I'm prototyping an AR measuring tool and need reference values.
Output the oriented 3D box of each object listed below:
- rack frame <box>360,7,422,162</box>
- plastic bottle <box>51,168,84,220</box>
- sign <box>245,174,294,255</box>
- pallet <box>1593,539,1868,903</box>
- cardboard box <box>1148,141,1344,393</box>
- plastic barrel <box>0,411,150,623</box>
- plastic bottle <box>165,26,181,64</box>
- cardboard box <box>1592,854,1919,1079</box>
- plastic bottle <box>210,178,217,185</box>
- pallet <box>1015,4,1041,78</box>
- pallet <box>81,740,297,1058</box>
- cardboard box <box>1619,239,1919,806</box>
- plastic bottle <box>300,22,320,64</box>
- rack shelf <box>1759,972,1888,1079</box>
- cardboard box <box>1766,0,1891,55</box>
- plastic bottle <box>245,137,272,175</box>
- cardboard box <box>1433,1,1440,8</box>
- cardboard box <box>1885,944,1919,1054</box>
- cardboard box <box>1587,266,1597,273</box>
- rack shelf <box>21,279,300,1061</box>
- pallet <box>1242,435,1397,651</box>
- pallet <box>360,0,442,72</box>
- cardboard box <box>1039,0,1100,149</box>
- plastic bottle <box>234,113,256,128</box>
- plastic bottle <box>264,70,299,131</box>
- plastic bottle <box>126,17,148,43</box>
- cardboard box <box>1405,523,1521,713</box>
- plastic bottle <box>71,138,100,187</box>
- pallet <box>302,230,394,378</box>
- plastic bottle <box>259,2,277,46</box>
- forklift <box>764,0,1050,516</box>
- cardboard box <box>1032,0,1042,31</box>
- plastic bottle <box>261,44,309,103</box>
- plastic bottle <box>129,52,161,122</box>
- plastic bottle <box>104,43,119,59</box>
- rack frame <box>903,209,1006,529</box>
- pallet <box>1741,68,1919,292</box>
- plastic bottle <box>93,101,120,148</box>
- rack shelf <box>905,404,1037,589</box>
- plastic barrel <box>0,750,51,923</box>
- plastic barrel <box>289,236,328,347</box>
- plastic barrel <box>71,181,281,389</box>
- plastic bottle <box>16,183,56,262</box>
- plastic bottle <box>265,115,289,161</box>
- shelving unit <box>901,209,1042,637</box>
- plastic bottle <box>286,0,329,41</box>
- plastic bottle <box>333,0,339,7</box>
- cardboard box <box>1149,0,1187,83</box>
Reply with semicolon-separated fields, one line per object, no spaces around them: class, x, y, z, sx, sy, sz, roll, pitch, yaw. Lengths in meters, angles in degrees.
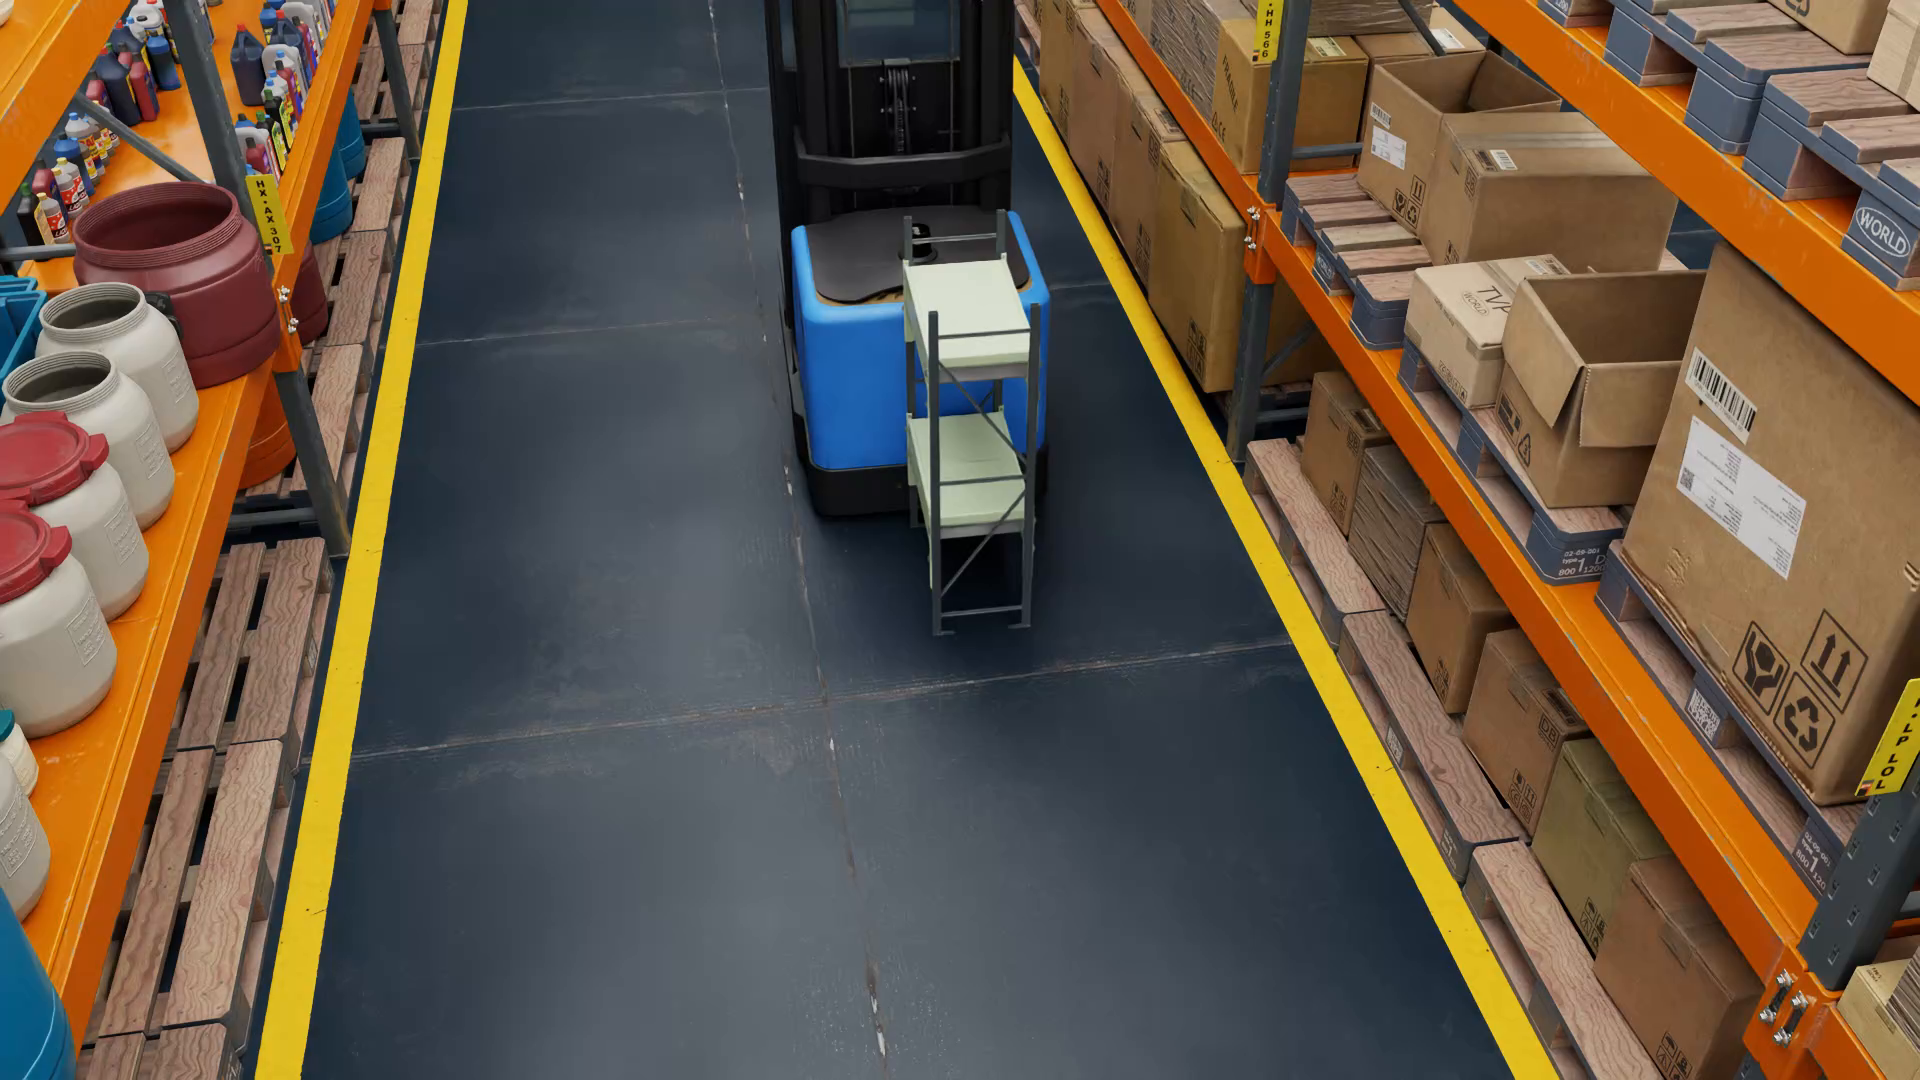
rack frame;-3.831;-3.507;9.319;1.000;3.000;0.127;-6;38;-8
plastic bottle;-3.664;-1.422;6.797;0.097;0.201;0.097;0;38;0
sign;-2.590;-1.218;6.240;0.100;0.325;0.005;-6;38;-8
pallet;2.457;0.391;4.458;1.003;0.211;1.213;-6;38;-8
cardboard box;1.646;-1.369;7.957;1.225;0.875;0.875;-8;39;-10
plastic barrel;-2.585;-0.034;4.738;0.433;0.535;0.433;0;38;0
plastic bottle;-3.803;-2.433;8.099;0.097;0.201;0.097;0;38;0
cardboard box;2.361;1.233;4.897;0.700;0.500;0.500;-9;39;-11
plastic bottle;-2.888;-1.338;6.628;0.152;0.276;0.135;-6;38;-8
pallet;0.989;-3.406;11.462;1.003;0.211;1.213;-6;38;-8
pallet;-2.822;1.218;5.510;1.003;0.211;1.213;-6;38;-8
cardboard box;2.446;-0.105;4.109;1.000;1.000;1.000;-6;38;-8
plastic bottle;-3.180;-2.411;8.071;0.097;0.201;0.097;0;38;0
rack shelf;2.798;2.285;2.450;1.077;0.370;4.000;-6;38;-8
cardboard box;2.296;-1.462;3.815;0.797;0.503;0.637;-5;38;-6
plastic bottle;-2.900;-1.544;6.888;0.061;0.283;0.133;-6;38;-8
cardboard box;1.836;-2.297;7.680;0.500;0.500;0.500;-7;38;-9
cardboard box;2.465;0.914;3.304;0.875;0.500;0.500;-6;38;-8
cardboard box;2.304;-0.758;5.548;0.396;0.266;0.258;-7;38;-9
rack shelf;-2.779;0.401;4.875;1.077;0.370;4.000;-6;38;-8
pallet;1.882;-0.050;7.142;1.003;0.211;1.213;-6;38;-8
pallet;-4.216;-3.584;11.691;1.003;0.211;1.213;-6;38;-8
cardboard box;1.177;-2.982;10.033;1.225;0.875;0.875;-6;38;-8
plastic bottle;-3.022;-1.682;7.075;0.097;0.271;0.097;0;38;0
plastic bottle;-3.043;-1.967;7.442;0.097;0.271;0.097;0;38;0
plastic bottle;-3.929;-2.363;7.951;0.097;0.271;0.097;0;38;0
cardboard box;2.099;0.268;6.139;0.700;0.500;0.500;-3;38;-4
plastic bottle;-3.715;-1.598;7.024;0.097;0.201;0.097;0;38;0
pallet;-3.520;-1.196;8.618;1.003;0.211;1.213;-6;38;-8
plastic bottle;-3.347;-2.481;8.104;0.097;0.271;0.097;0;38;0
forklift;-0.342;-2.162;7.644;1.130;2.935;3.031;-5;38;-7
cardboard box;1.008;-3.773;11.052;0.875;0.875;0.875;-6;38;-8
plastic bottle;-3.131;-2.175;7.706;0.152;0.276;0.135;-6;38;-8
plastic bottle;-3.712;-2.060;7.552;0.061;0.283;0.133;-6;38;-8
plastic bottle;-3.877;-2.126;7.636;0.061;0.283;0.133;-6;38;-8
rack frame;-0.022;-0.668;6.887;0.400;1.500;0.023;-5;38;-7
pallet;2.444;-0.702;3.417;1.213;0.211;1.003;-6;38;-8
plastic bottle;-3.783;-1.833;7.327;0.097;0.201;0.097;0;38;0
rack shelf;0.033;-0.188;6.801;0.431;0.370;0.720;-5;38;-7
plastic barrel;-2.381;0.670;3.831;0.433;0.535;0.433;0;38;0
plastic barrel;-3.431;-1.280;8.076;0.600;0.588;0.708;-6;38;-8
plastic barrel;-2.750;-0.897;5.848;0.600;0.536;0.708;-6;38;-8
plastic bottle;-3.621;-1.243;6.500;0.061;0.283;0.133;-6;38;-8
plastic bottle;-2.986;-1.741;7.208;0.097;0.201;0.097;0;38;0
shelving unit;0.033;-0.446;6.601;0.431;1.500;0.755;-5;38;-7
plastic bottle;-3.268;-2.648;8.314;0.152;0.276;0.135;-6;38;-8
plastic bottle;-3.348;-2.967;8.664;0.144;0.351;0.185;-6;38;-8
cardboard box;1.240;-2.549;8.005;0.500;0.500;0.500;-7;38;-9
